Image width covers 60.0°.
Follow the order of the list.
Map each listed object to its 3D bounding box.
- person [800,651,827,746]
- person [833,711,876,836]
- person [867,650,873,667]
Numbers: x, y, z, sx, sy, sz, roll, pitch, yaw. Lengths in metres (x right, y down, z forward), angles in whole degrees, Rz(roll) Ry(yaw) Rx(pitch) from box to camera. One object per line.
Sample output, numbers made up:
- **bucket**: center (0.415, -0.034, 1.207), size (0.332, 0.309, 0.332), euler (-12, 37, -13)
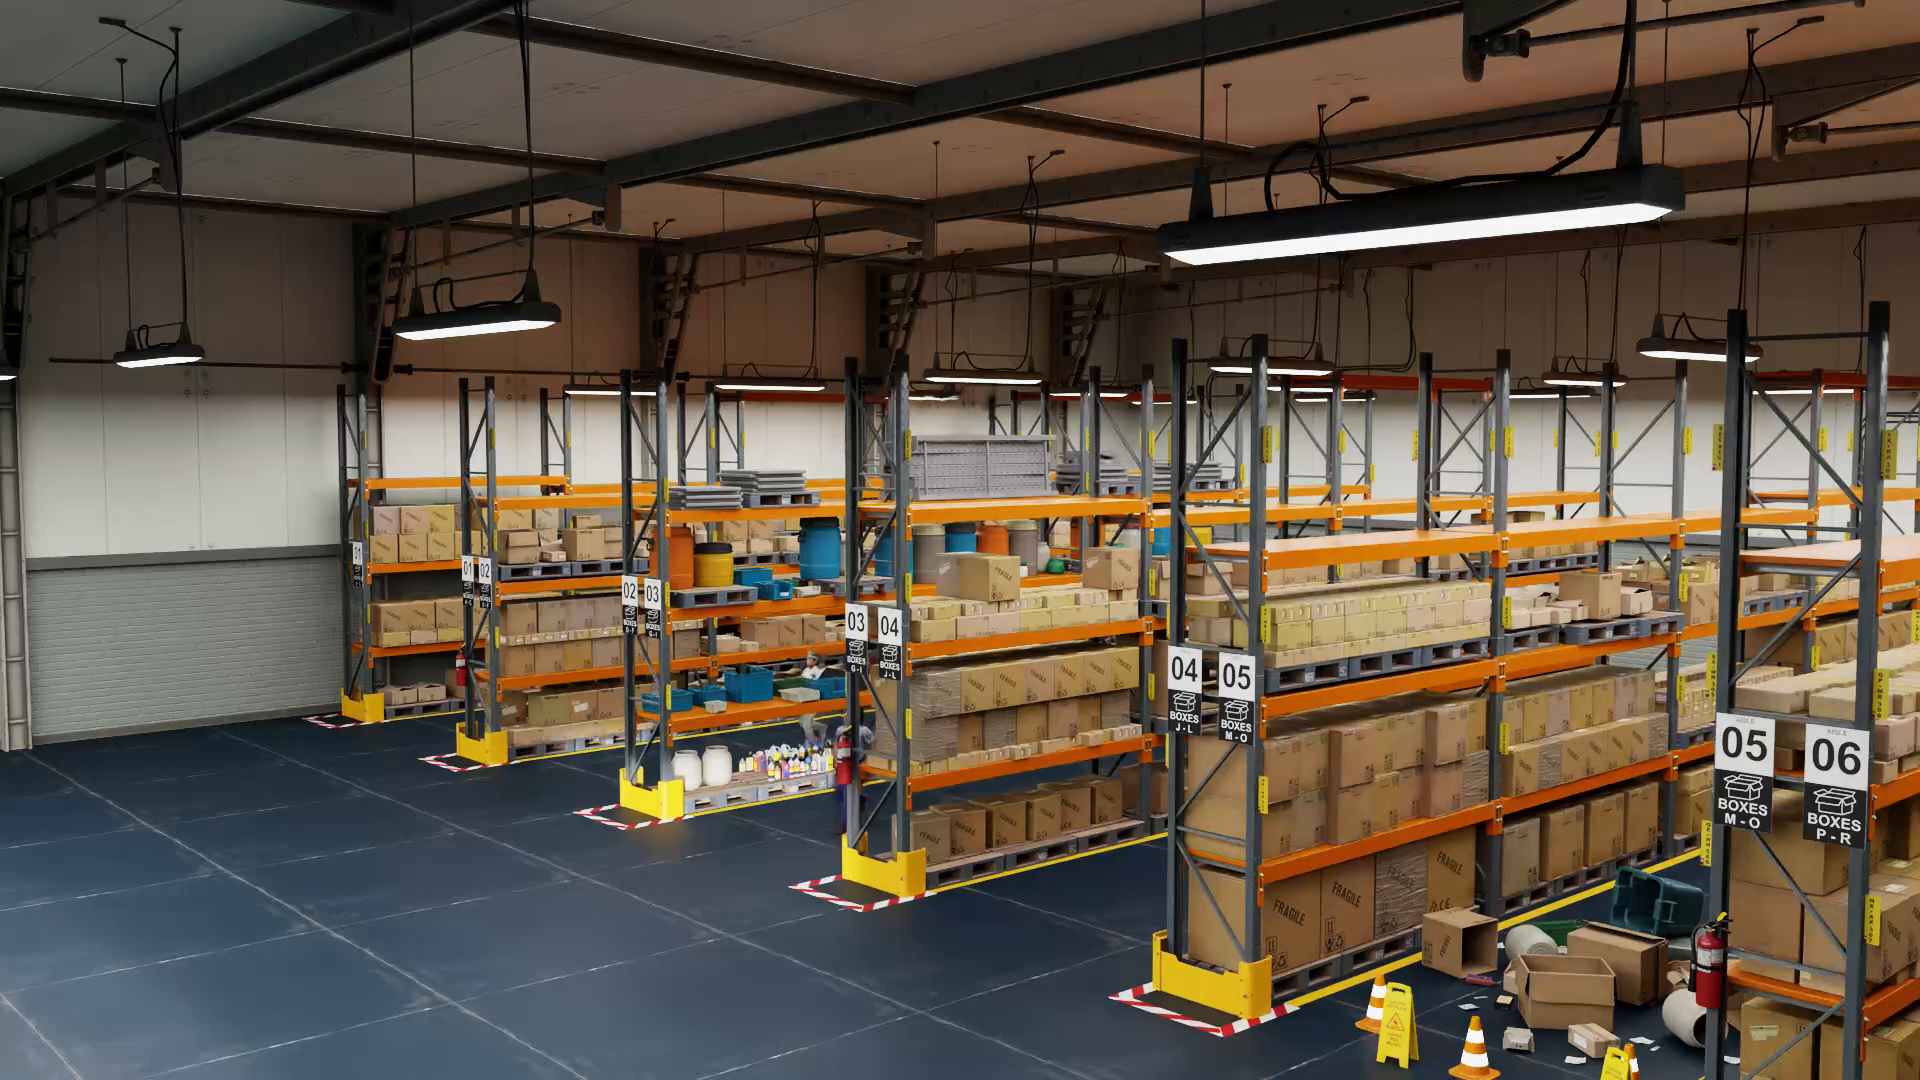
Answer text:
- **person**: center (-2.325, 2.598, 26.762), size (0.625, 1.670, 0.588), euler (4, 5, 44)
- **person**: center (-1.376, 2.971, 21.483), size (0.630, 1.617, 0.699), euler (2, 4, 28)
- **person**: center (-1.863, 2.044, 34.452), size (0.831, 1.770, 0.688), euler (-3, 5, -42)
